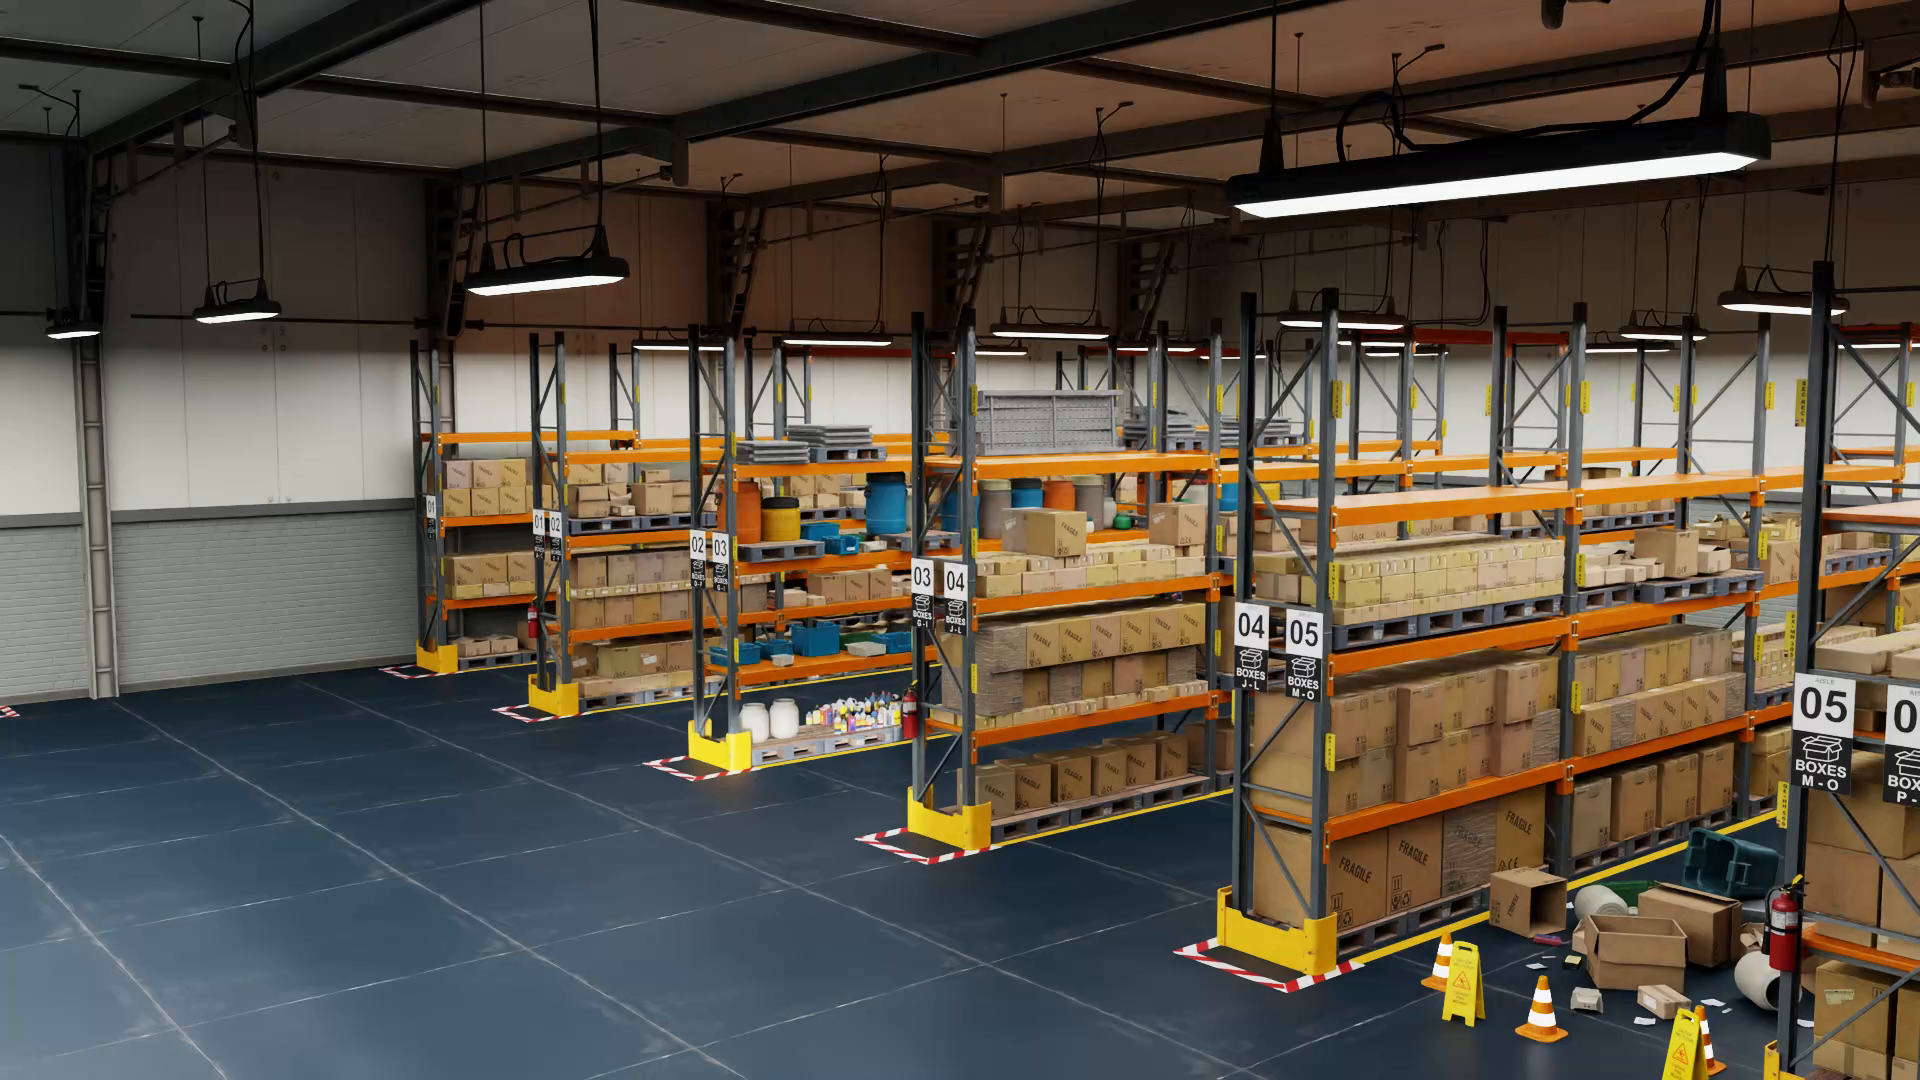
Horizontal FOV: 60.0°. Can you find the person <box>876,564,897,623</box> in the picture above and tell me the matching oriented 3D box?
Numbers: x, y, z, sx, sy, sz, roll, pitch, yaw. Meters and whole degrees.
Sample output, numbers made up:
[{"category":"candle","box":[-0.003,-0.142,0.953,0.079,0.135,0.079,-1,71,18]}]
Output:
[{"category":"person","box":[-1.416,1.294,32.781,0.727,1.683,0.612,-3,6,-29]}]
